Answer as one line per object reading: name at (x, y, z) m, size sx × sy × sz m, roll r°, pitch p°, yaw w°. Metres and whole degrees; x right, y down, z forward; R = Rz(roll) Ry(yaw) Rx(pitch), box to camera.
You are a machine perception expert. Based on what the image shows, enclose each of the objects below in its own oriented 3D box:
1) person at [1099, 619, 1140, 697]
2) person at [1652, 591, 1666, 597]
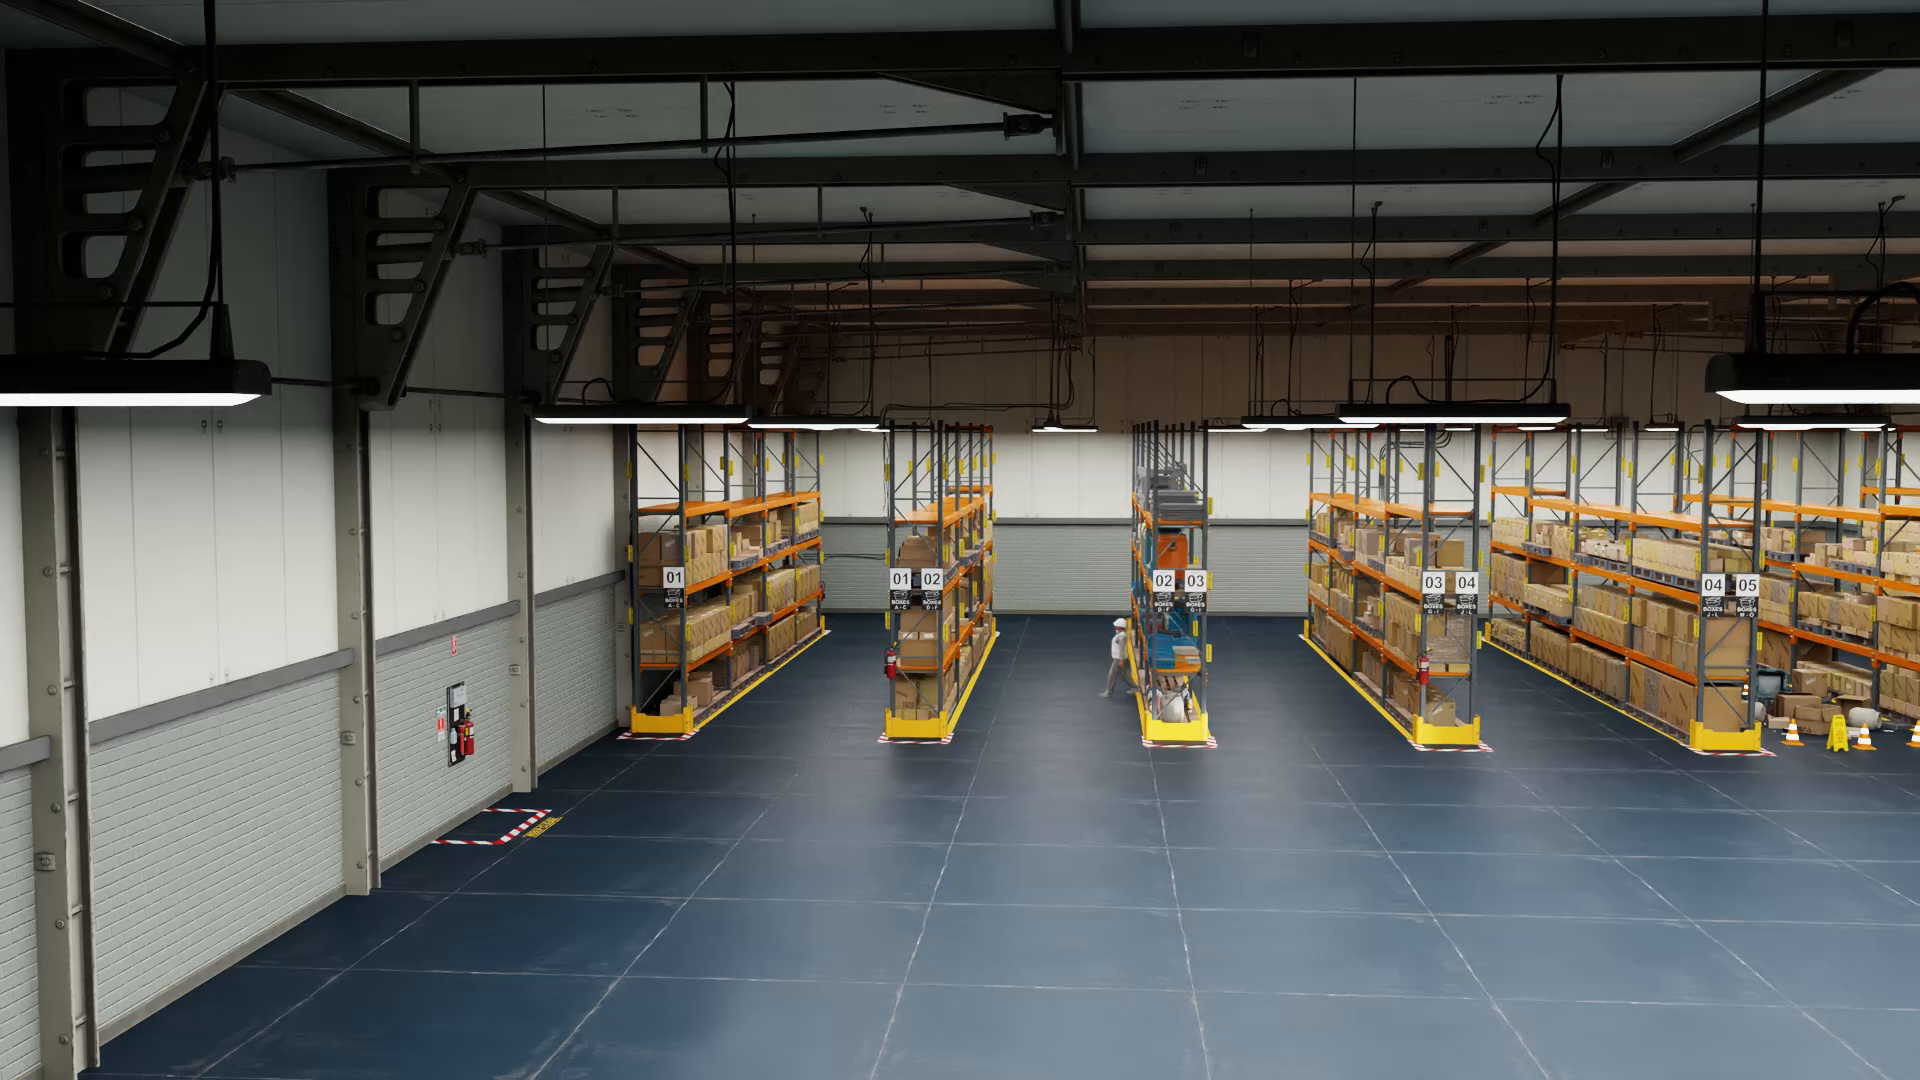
person at (3.474, 2.561, 36.173) m, size 0.912 × 1.733 × 0.569 m, roll 0°, pitch 4°, yaw -2°
person at (20.278, 1.778, 48.192) m, size 0.766 × 1.759 × 0.582 m, roll -1°, pitch 4°, yaw -10°
